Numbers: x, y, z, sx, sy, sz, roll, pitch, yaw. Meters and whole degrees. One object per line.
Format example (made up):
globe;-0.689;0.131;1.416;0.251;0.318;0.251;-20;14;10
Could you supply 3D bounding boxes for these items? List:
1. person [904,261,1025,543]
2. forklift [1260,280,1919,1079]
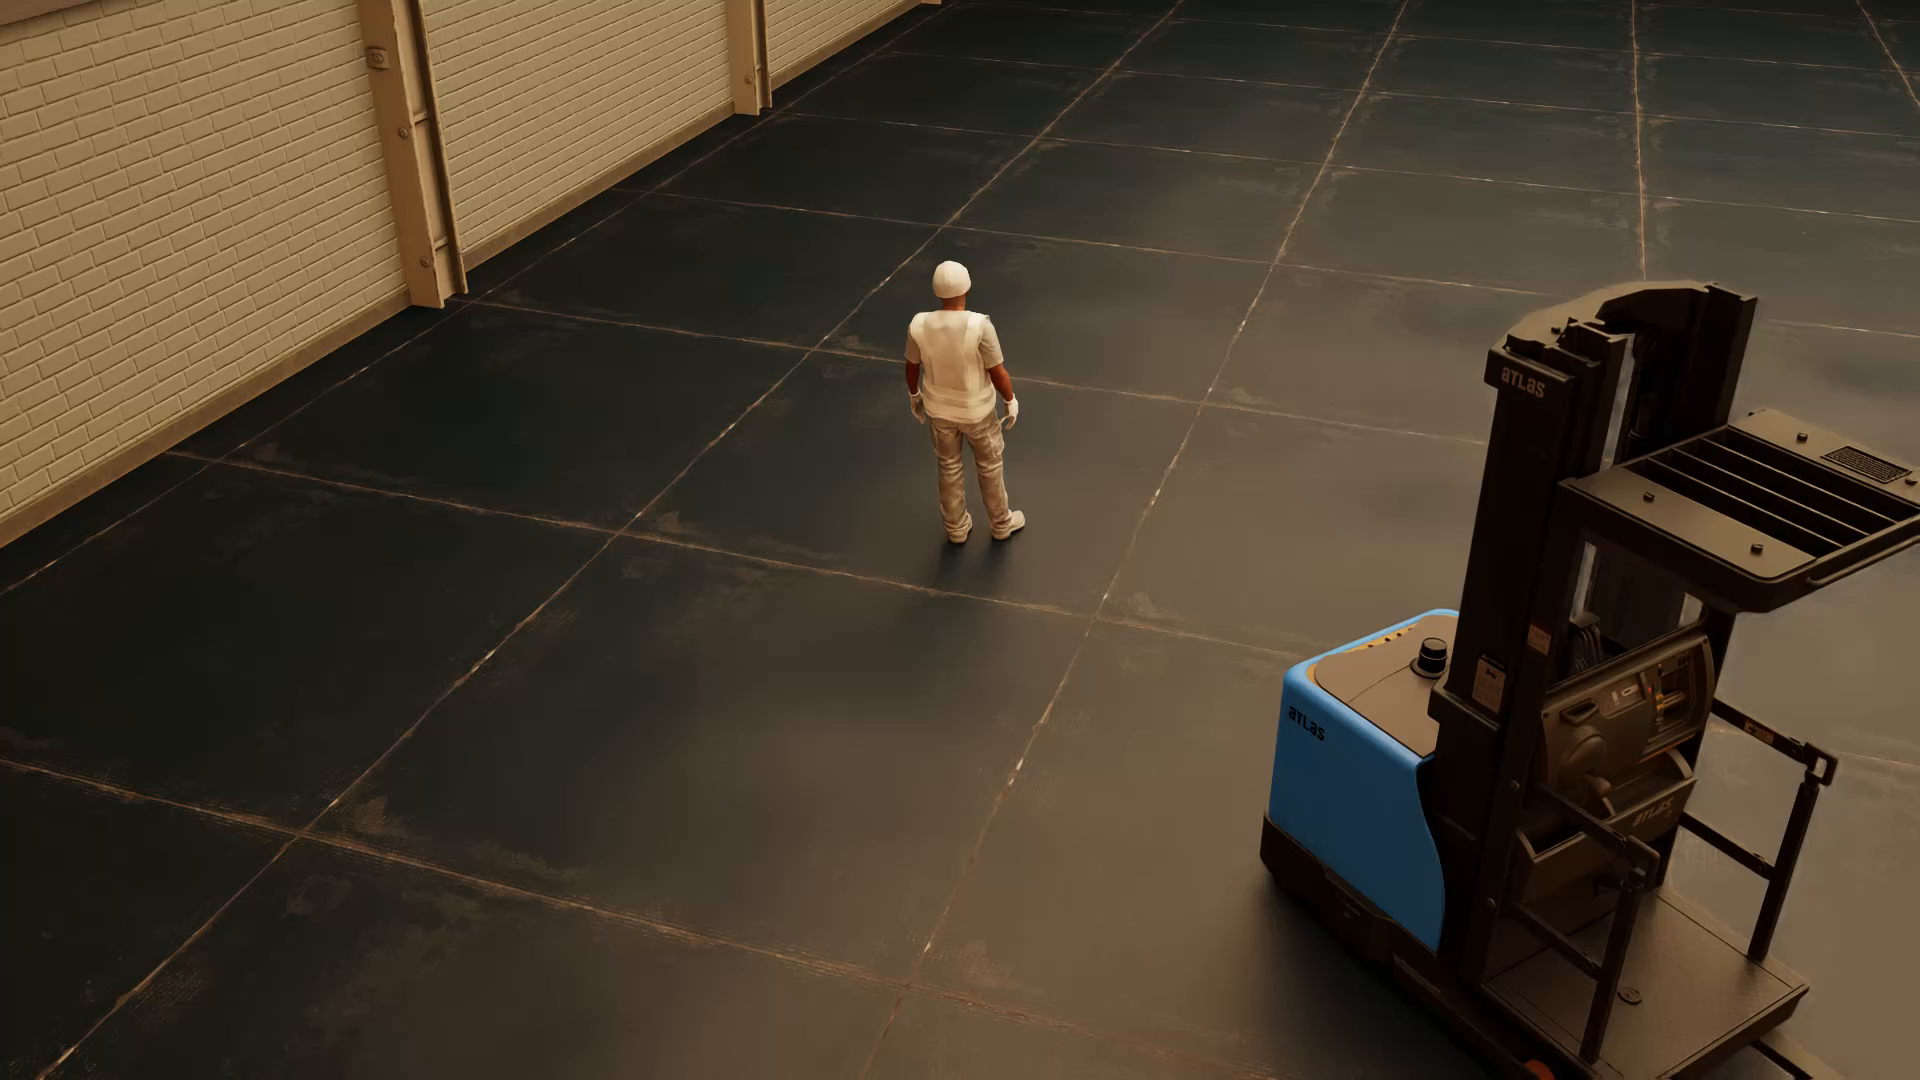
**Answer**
person;0.031;-0.814;9.708;0.657;1.785;0.575;10;31;16
forklift;2.560;0.688;5.930;1.130;2.935;3.031;-17;34;-28
